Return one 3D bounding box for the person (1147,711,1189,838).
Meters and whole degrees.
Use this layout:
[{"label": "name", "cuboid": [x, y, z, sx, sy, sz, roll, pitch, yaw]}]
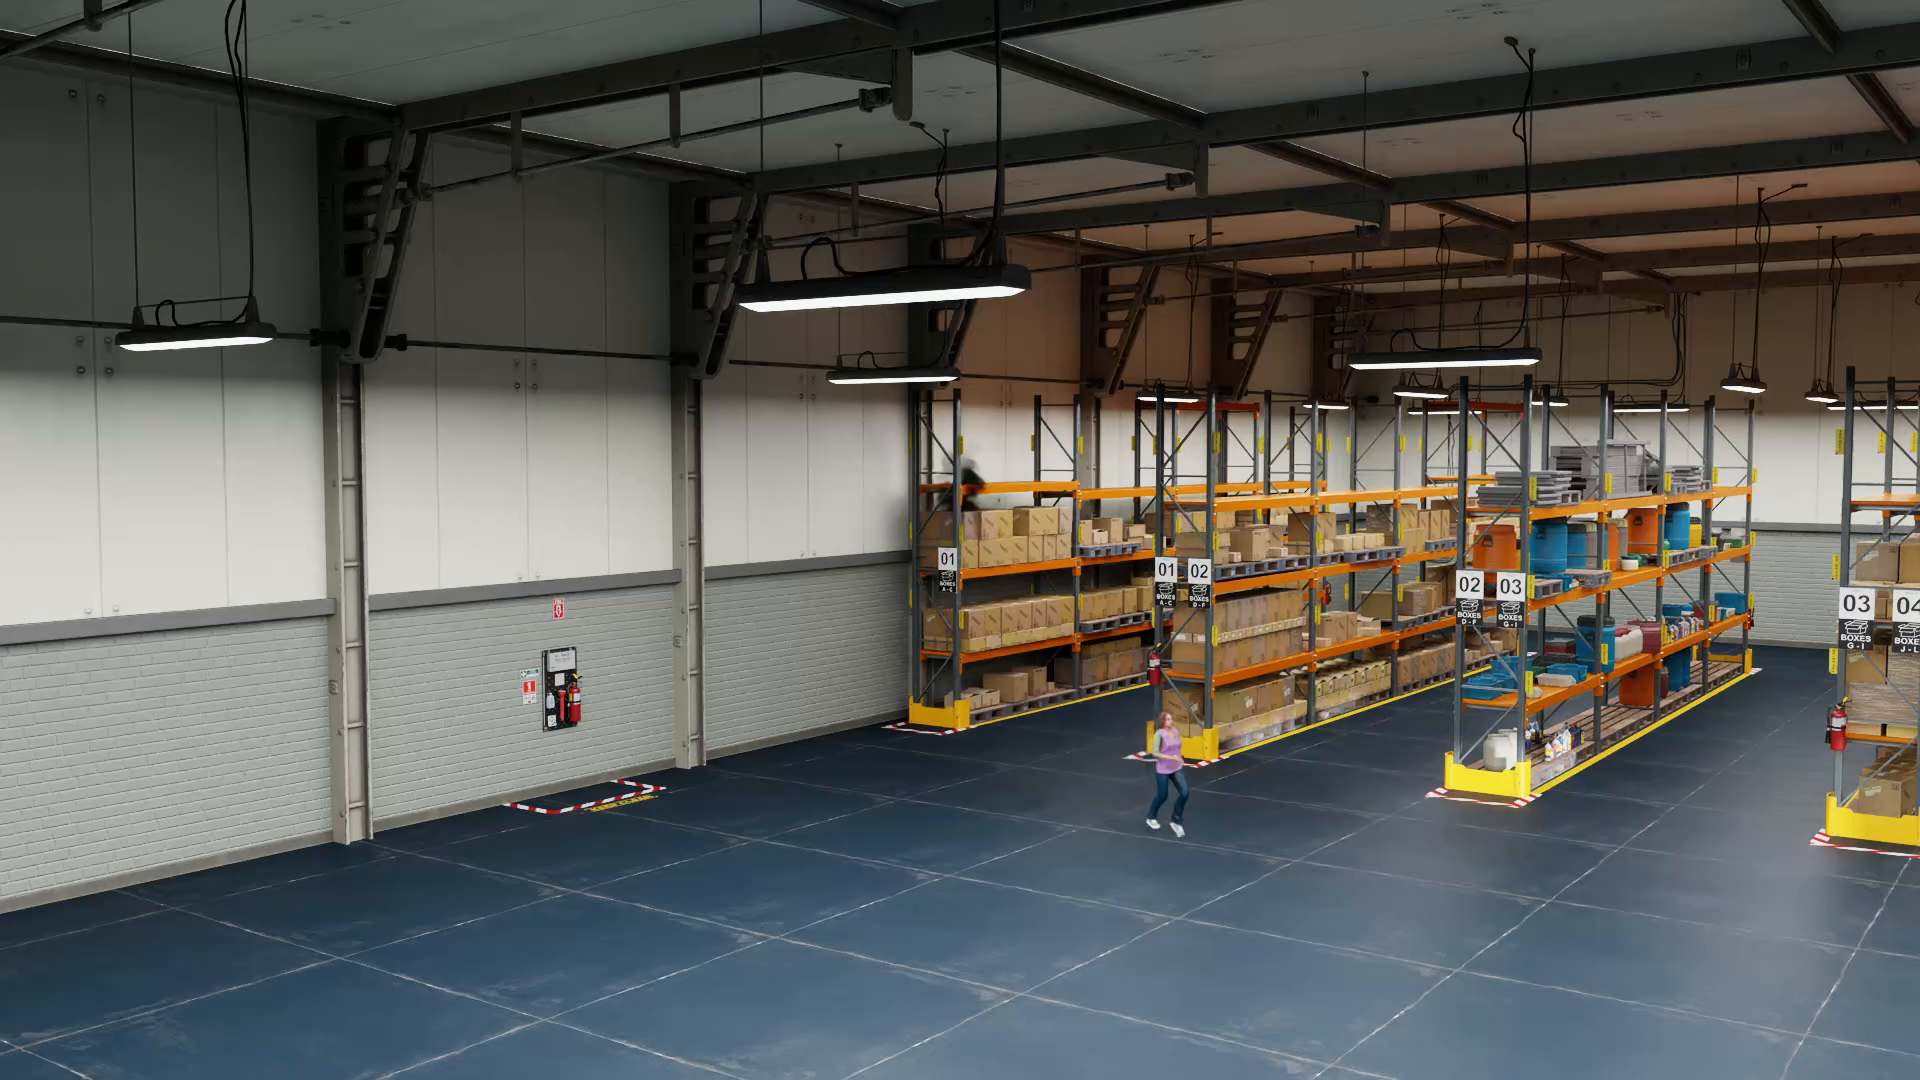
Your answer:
[{"label": "person", "cuboid": [2.673, 2.996, 21.390, 0.542, 1.619, 0.702, -2, 4, -29]}]
